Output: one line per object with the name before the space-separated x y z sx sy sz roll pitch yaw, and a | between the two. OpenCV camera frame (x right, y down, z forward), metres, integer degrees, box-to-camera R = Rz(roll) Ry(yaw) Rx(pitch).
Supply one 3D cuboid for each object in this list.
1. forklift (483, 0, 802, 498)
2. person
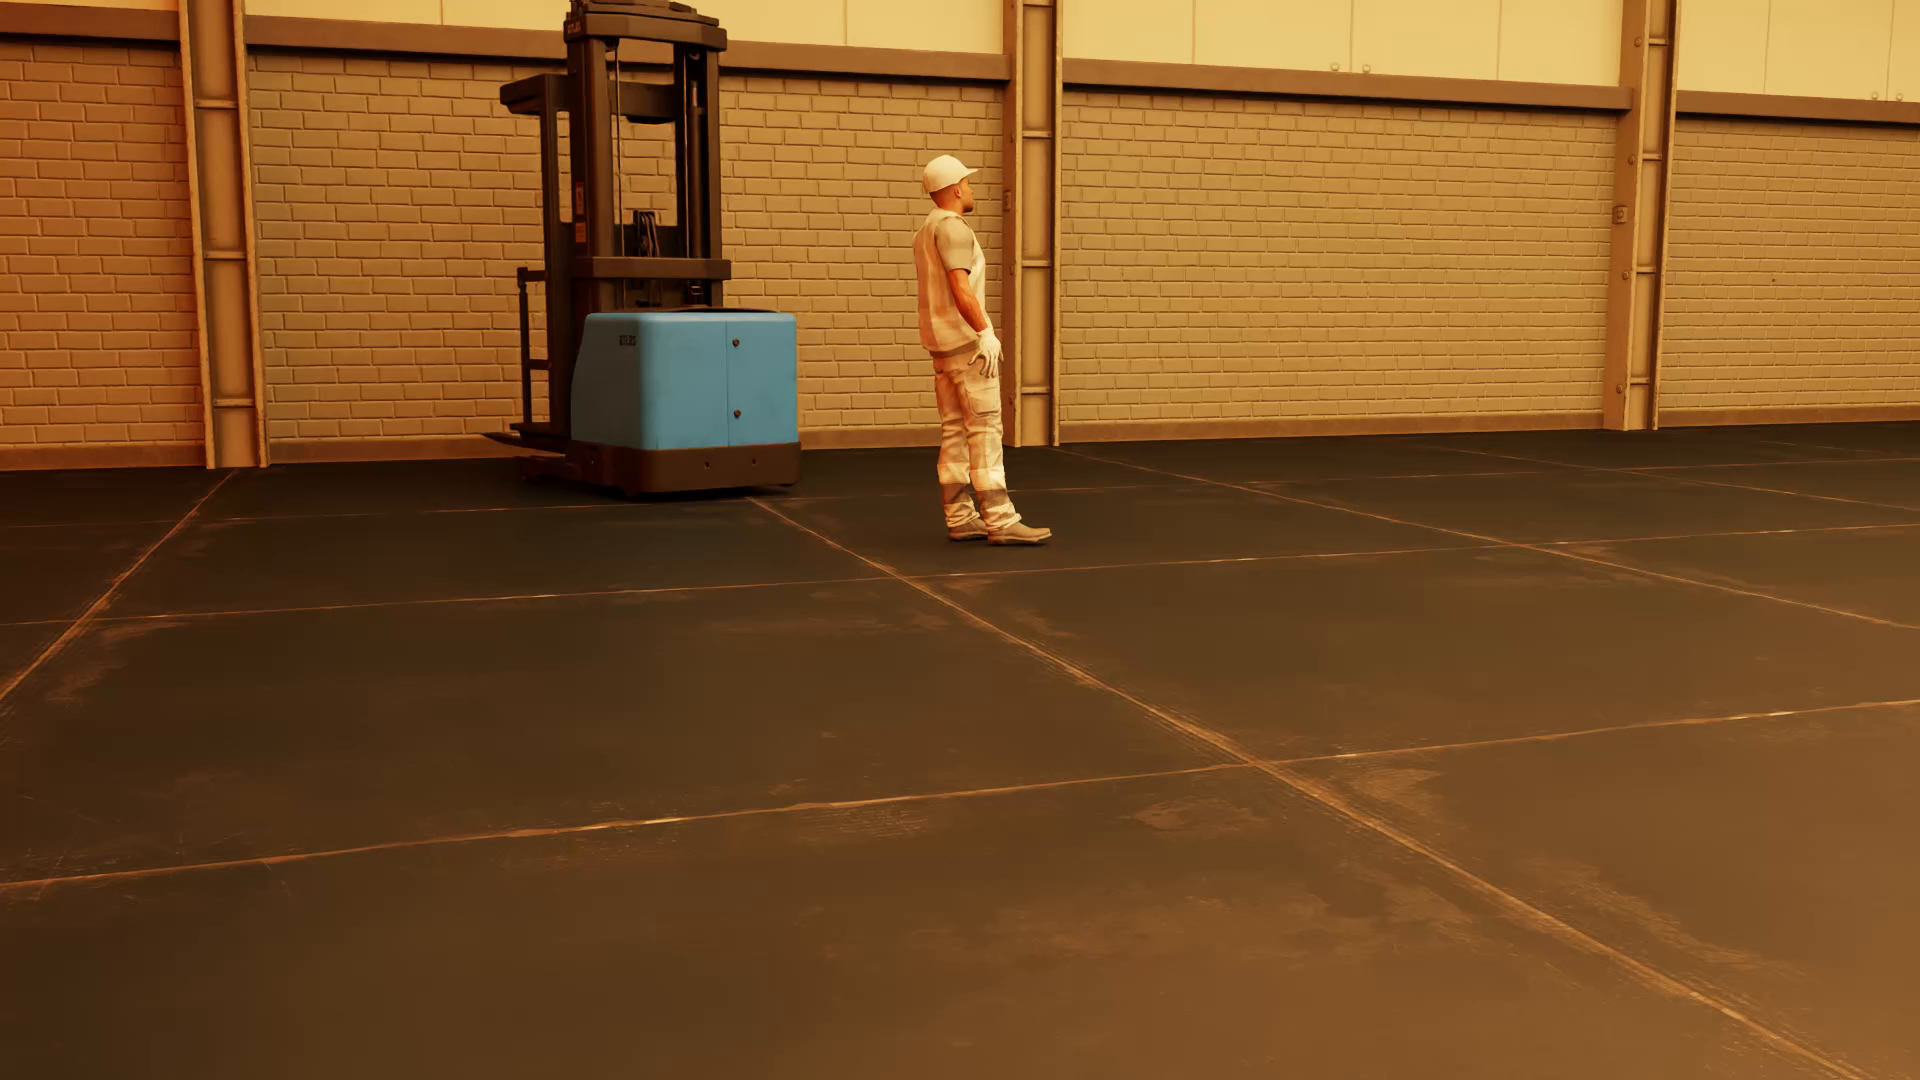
forklift | -2.225 -1.847 10.632 1.130 2.935 3.031 -6 10 -36
person | 0.080 -0.895 7.818 0.562 1.789 0.638 -3 8 -18
